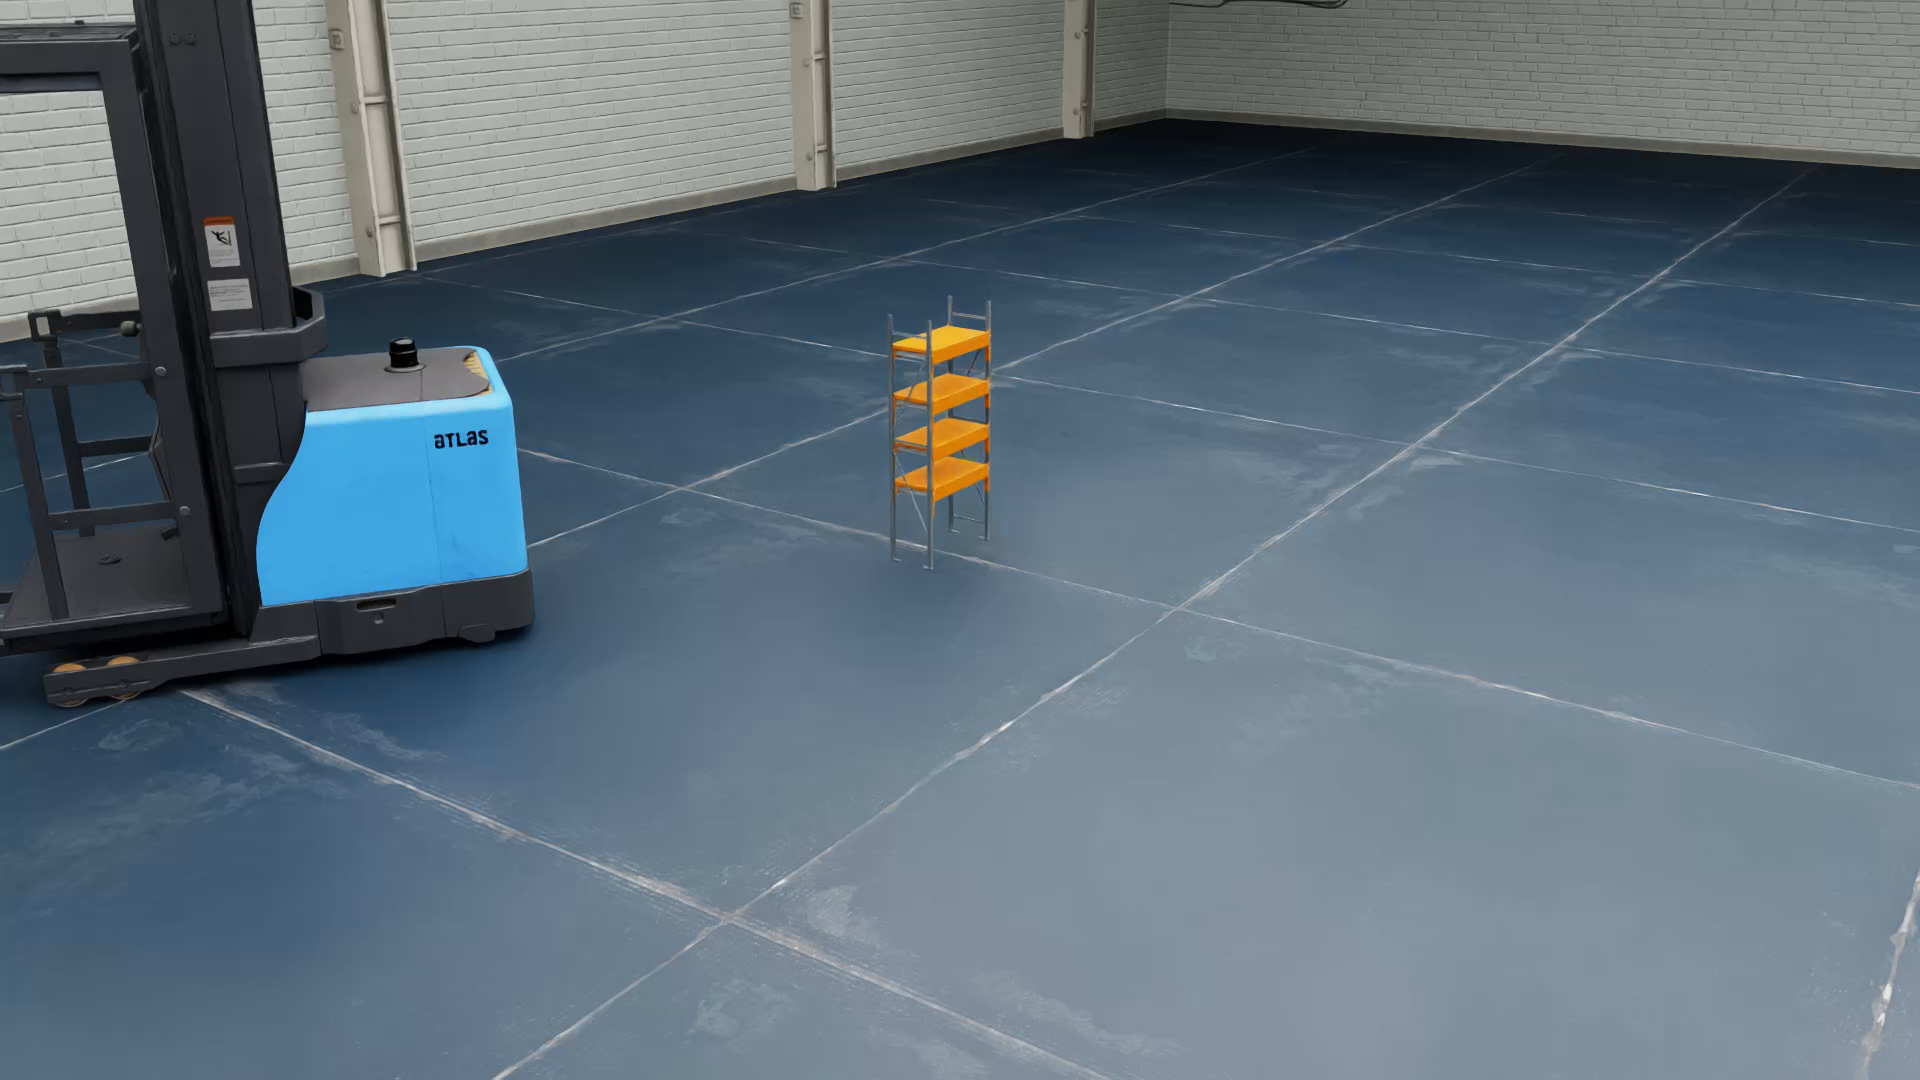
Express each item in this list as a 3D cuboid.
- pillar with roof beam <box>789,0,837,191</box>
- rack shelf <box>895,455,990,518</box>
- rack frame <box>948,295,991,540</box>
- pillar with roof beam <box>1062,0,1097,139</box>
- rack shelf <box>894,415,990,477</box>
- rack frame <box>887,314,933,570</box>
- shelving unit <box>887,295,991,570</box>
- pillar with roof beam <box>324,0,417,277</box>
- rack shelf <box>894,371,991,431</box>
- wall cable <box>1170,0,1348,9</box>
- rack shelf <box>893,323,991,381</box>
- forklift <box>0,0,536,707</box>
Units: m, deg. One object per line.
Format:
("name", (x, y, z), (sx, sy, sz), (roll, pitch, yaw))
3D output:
("pillar with roof beam", (1.886, -7.474, 15.499), (9.100, 9.000, 0.400), (13, 24, 32))
("rack shelf", (-0.093, -0.266, 8.021), (0.258, 0.148, 0.480), (13, 24, 32))
("rack frame", (0.044, -0.585, 8.118), (0.240, 1.200, 0.015), (13, 24, 32))
("pillar with roof beam", (5.259, -9.195, 20.153), (9.100, 9.000, 0.400), (13, 24, 32))
("rack shelf", (-0.093, -0.452, 7.952), (0.258, 0.148, 0.480), (13, 24, 32))
("rack frame", (-0.230, -0.445, 7.739), (0.240, 1.200, 0.015), (13, 24, 32))
("shelving unit", (-0.093, -0.515, 7.928), (0.258, 1.200, 0.503), (13, 24, 32))
("pillar with roof beam", (-1.487, -5.752, 10.845), (9.100, 9.000, 0.400), (13, 24, 32))
("rack shelf", (-0.093, -0.662, 7.874), (0.258, 0.148, 0.480), (13, 24, 32))
("wall cable", (4.448, -9.166, 24.550), (3.097, 2.526, 0.112), (13, 24, 32))
("rack shelf", (-0.093, -0.884, 7.792), (0.258, 0.148, 0.480), (13, 24, 32))
("forklift", (-3.394, -0.928, 6.549), (3.031, 2.935, 1.130), (-7, 22, -19))
